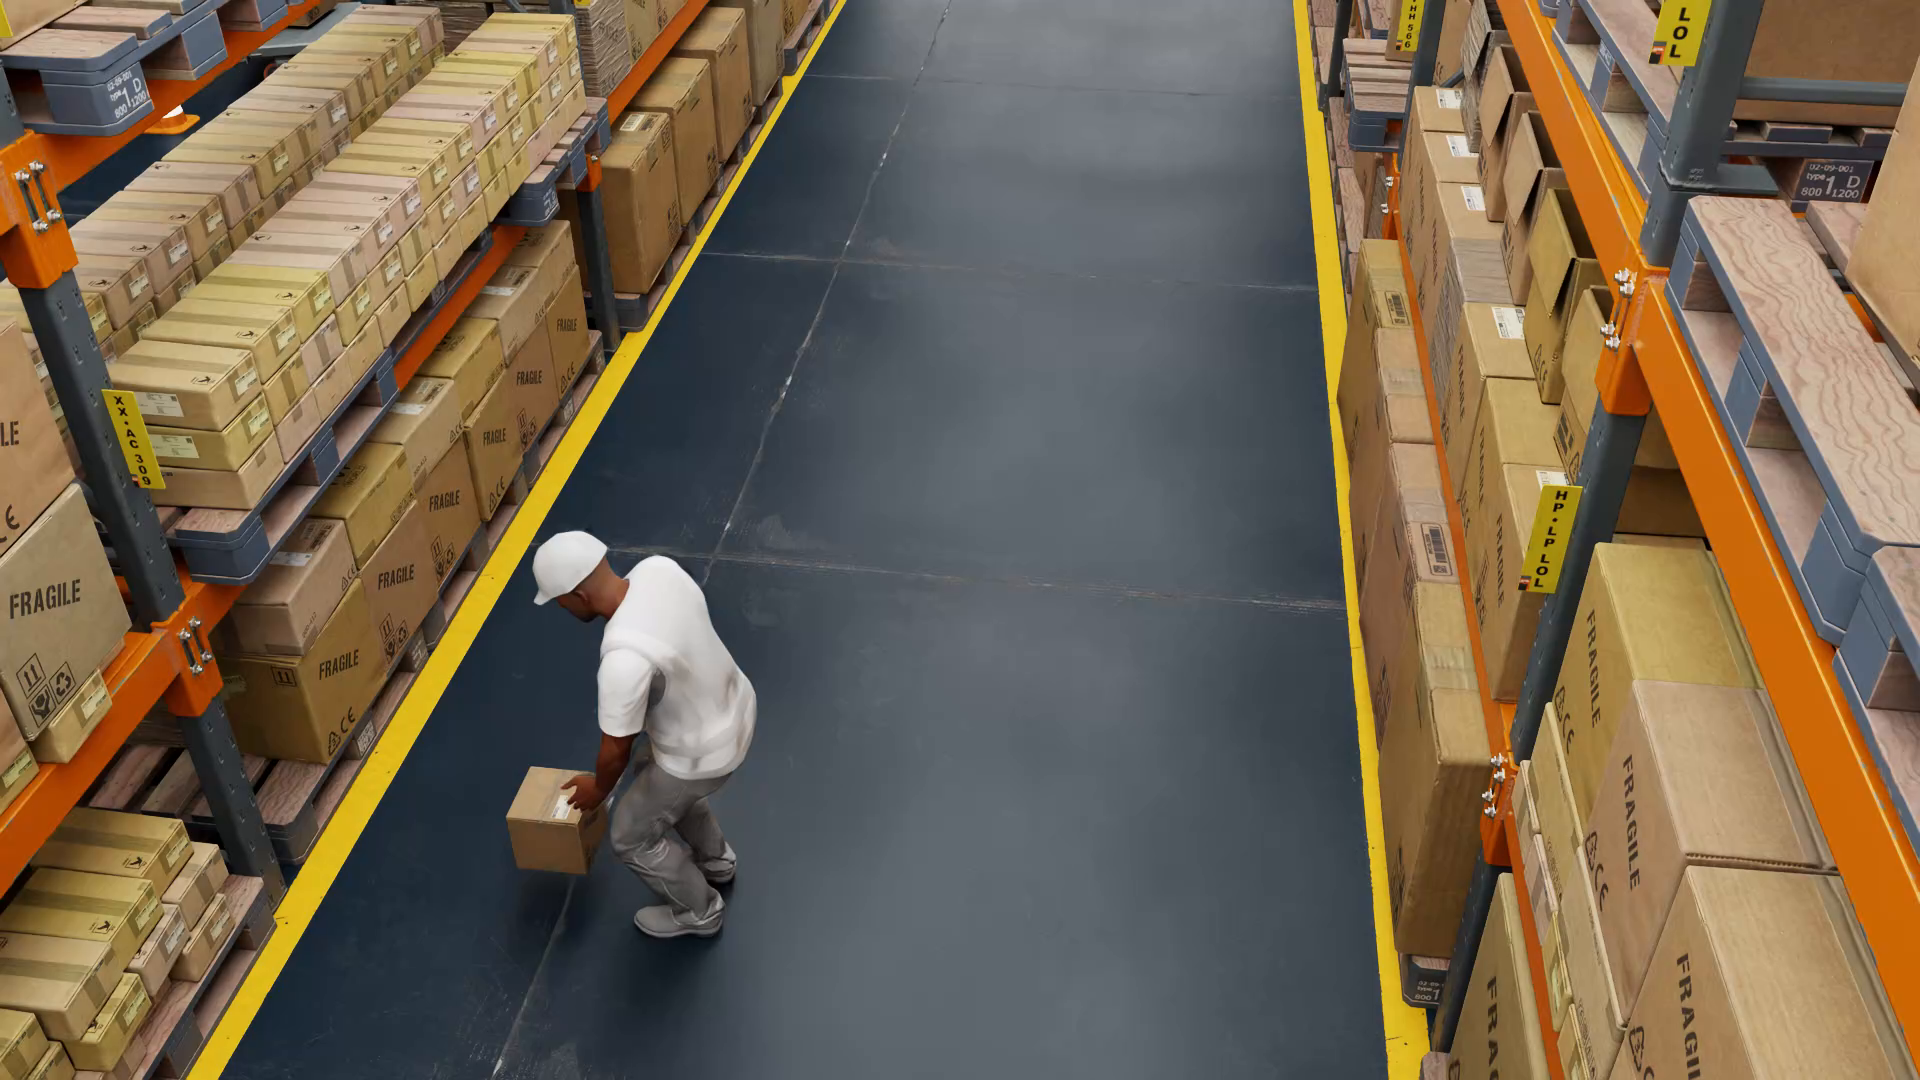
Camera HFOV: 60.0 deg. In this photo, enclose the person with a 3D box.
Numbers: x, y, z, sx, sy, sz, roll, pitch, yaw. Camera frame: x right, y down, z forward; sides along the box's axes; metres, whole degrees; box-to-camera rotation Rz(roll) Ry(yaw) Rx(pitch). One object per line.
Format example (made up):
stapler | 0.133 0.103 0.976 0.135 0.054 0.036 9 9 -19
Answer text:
person | -0.985 0.642 5.392 0.622 1.591 0.620 5 36 7
